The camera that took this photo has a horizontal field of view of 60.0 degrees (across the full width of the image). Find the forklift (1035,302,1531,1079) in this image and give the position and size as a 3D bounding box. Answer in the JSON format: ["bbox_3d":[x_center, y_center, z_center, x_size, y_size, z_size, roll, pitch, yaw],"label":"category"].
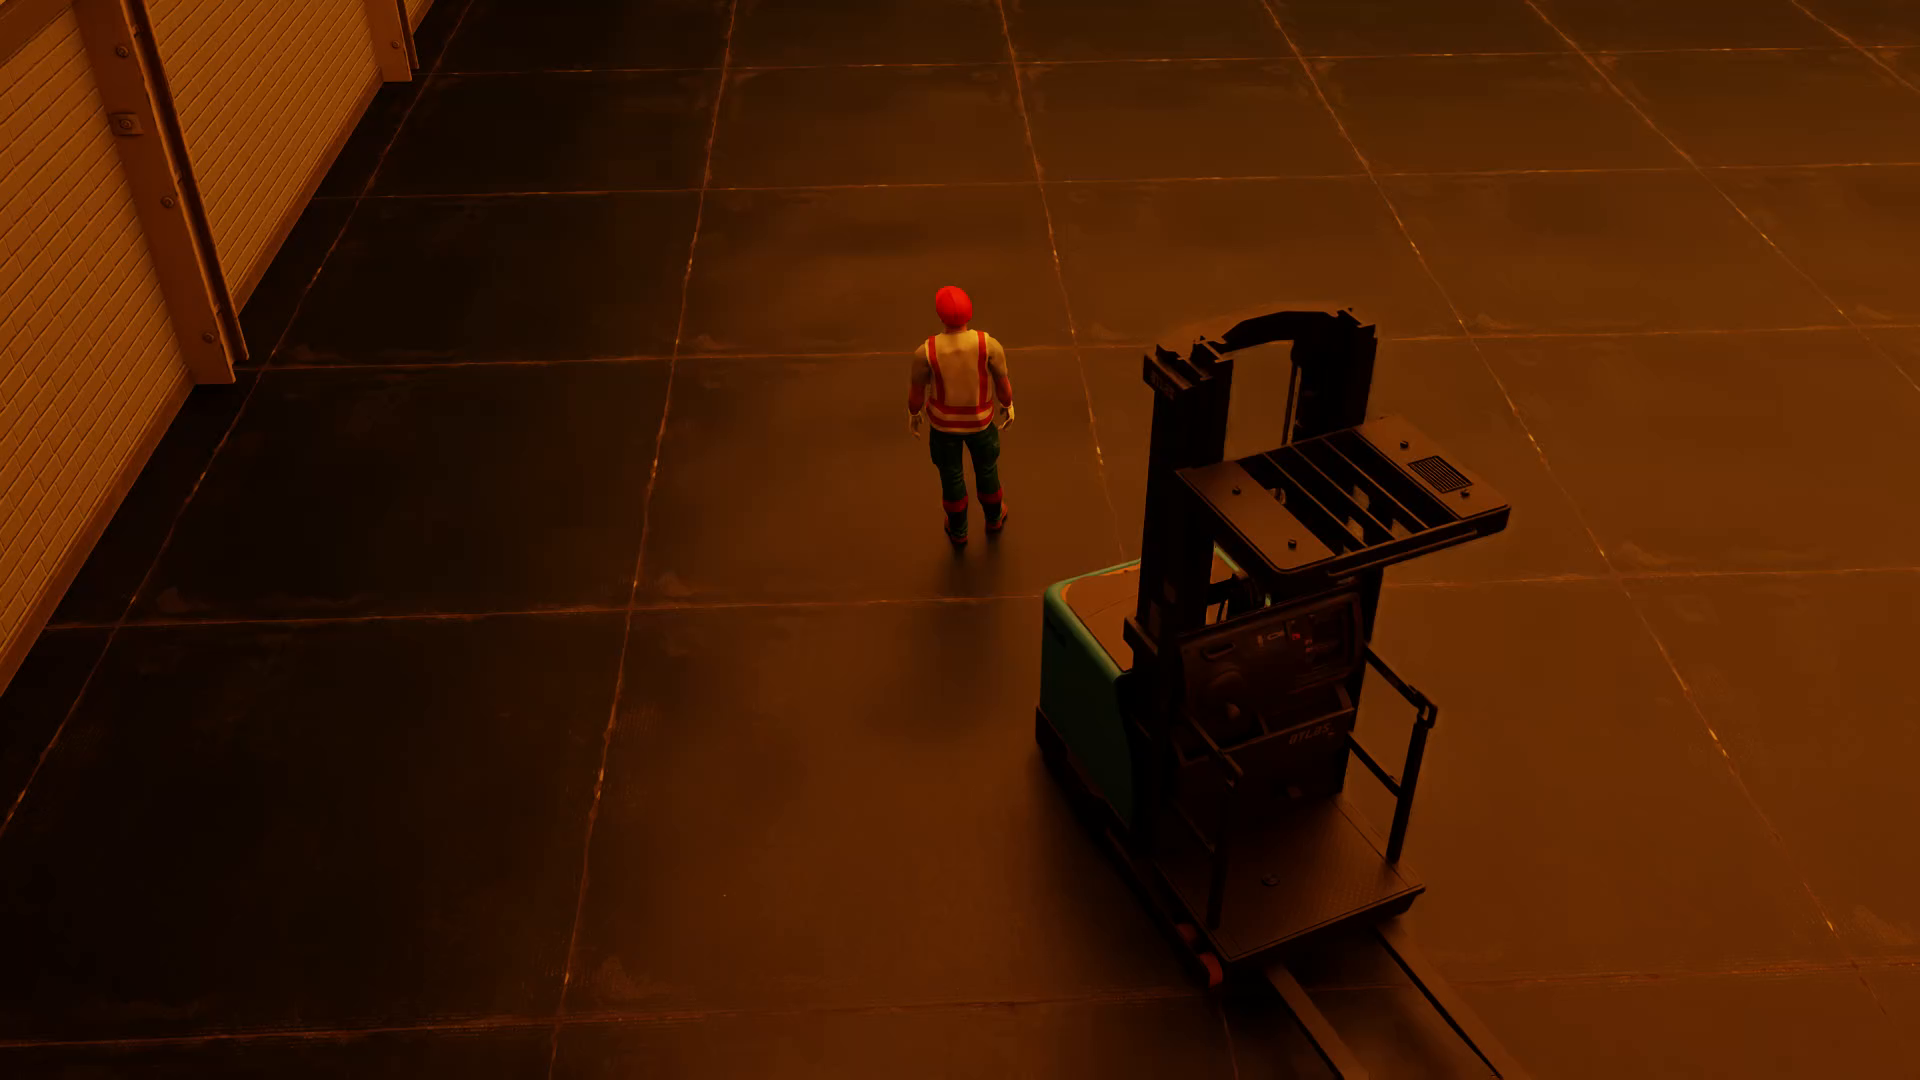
[{"bbox_3d":[1.476,0.583,7.210,1.130,2.935,3.031,-15,39,-20],"label":"forklift"}]

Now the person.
[{"bbox_3d":[0.007,-0.777,10.035,0.638,1.789,0.562,-2,36,-2],"label":"person"}]
